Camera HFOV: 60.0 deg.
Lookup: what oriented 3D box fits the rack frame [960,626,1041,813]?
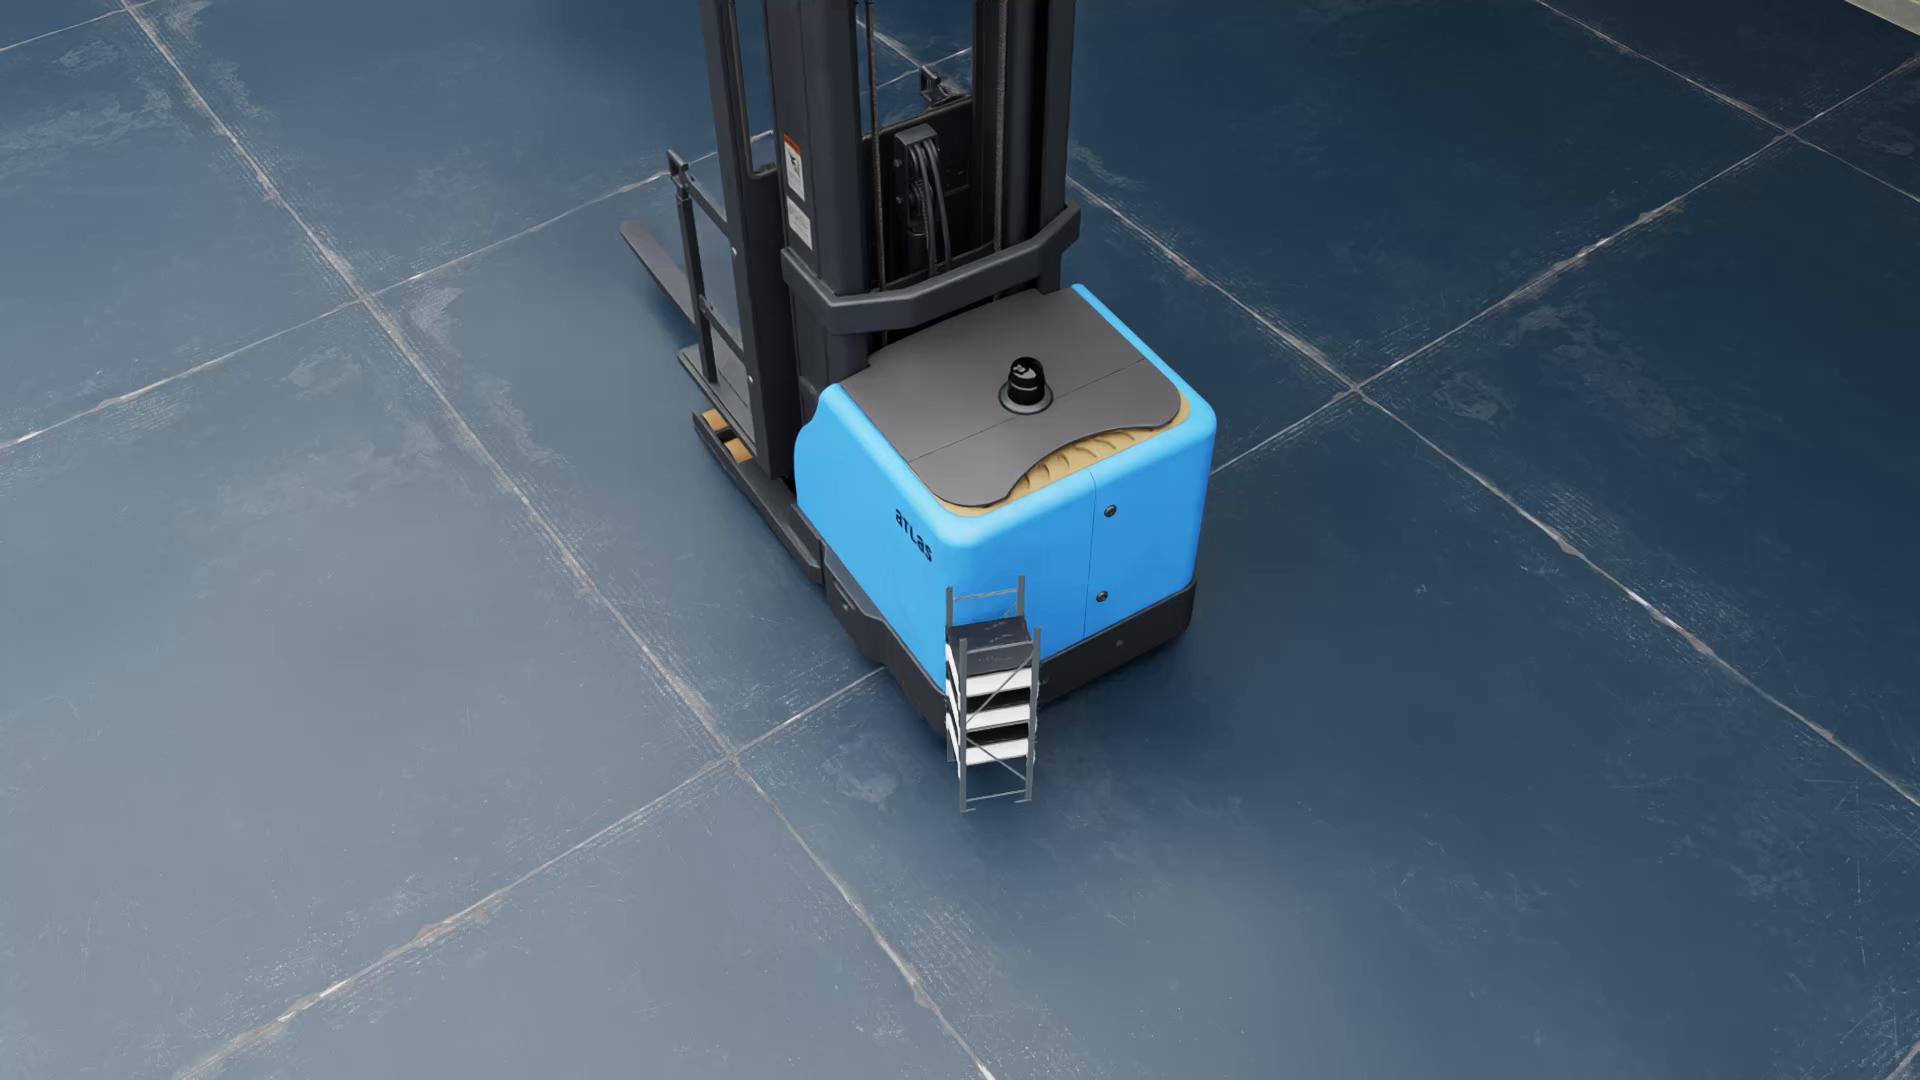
[{"bbox_3d":[0.117,0.571,5.125,0.240,0.900,0.006,-9,48,-8],"label":"rack frame"}]

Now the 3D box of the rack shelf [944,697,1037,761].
[{"bbox_3d":[0.097,0.580,5.283,0.258,0.077,0.200,-9,48,-8],"label":"rack shelf"}]

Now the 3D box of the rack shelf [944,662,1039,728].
[{"bbox_3d":[0.097,0.460,5.149,0.258,0.077,0.200,-9,48,-8],"label":"rack shelf"}]

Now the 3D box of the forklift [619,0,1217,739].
[{"bbox_3d":[-0.389,-1.388,5.530,1.130,2.935,3.031,-25,52,-21],"label":"forklift"}]

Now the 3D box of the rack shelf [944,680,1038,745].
[{"bbox_3d":[0.097,0.520,5.216,0.258,0.077,0.200,-9,48,-8],"label":"rack shelf"}]

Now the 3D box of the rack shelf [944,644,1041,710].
[{"bbox_3d":[0.097,0.399,5.083,0.258,0.077,0.200,-9,48,-8],"label":"rack shelf"}]

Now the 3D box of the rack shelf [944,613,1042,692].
[{"bbox_3d":[0.097,0.339,5.016,0.258,0.077,0.200,-9,48,-8],"label":"rack shelf"}]

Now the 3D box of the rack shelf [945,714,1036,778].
[{"bbox_3d":[0.096,0.641,5.350,0.258,0.077,0.200,-9,48,-8],"label":"rack shelf"}]

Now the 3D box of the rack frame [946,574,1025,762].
[{"bbox_3d":[0.076,0.424,5.258,0.240,0.900,0.006,-9,48,-8],"label":"rack frame"}]

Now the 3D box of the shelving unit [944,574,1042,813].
[{"bbox_3d":[0.097,0.498,5.192,0.258,0.900,0.210,-9,48,-8],"label":"shelving unit"}]
